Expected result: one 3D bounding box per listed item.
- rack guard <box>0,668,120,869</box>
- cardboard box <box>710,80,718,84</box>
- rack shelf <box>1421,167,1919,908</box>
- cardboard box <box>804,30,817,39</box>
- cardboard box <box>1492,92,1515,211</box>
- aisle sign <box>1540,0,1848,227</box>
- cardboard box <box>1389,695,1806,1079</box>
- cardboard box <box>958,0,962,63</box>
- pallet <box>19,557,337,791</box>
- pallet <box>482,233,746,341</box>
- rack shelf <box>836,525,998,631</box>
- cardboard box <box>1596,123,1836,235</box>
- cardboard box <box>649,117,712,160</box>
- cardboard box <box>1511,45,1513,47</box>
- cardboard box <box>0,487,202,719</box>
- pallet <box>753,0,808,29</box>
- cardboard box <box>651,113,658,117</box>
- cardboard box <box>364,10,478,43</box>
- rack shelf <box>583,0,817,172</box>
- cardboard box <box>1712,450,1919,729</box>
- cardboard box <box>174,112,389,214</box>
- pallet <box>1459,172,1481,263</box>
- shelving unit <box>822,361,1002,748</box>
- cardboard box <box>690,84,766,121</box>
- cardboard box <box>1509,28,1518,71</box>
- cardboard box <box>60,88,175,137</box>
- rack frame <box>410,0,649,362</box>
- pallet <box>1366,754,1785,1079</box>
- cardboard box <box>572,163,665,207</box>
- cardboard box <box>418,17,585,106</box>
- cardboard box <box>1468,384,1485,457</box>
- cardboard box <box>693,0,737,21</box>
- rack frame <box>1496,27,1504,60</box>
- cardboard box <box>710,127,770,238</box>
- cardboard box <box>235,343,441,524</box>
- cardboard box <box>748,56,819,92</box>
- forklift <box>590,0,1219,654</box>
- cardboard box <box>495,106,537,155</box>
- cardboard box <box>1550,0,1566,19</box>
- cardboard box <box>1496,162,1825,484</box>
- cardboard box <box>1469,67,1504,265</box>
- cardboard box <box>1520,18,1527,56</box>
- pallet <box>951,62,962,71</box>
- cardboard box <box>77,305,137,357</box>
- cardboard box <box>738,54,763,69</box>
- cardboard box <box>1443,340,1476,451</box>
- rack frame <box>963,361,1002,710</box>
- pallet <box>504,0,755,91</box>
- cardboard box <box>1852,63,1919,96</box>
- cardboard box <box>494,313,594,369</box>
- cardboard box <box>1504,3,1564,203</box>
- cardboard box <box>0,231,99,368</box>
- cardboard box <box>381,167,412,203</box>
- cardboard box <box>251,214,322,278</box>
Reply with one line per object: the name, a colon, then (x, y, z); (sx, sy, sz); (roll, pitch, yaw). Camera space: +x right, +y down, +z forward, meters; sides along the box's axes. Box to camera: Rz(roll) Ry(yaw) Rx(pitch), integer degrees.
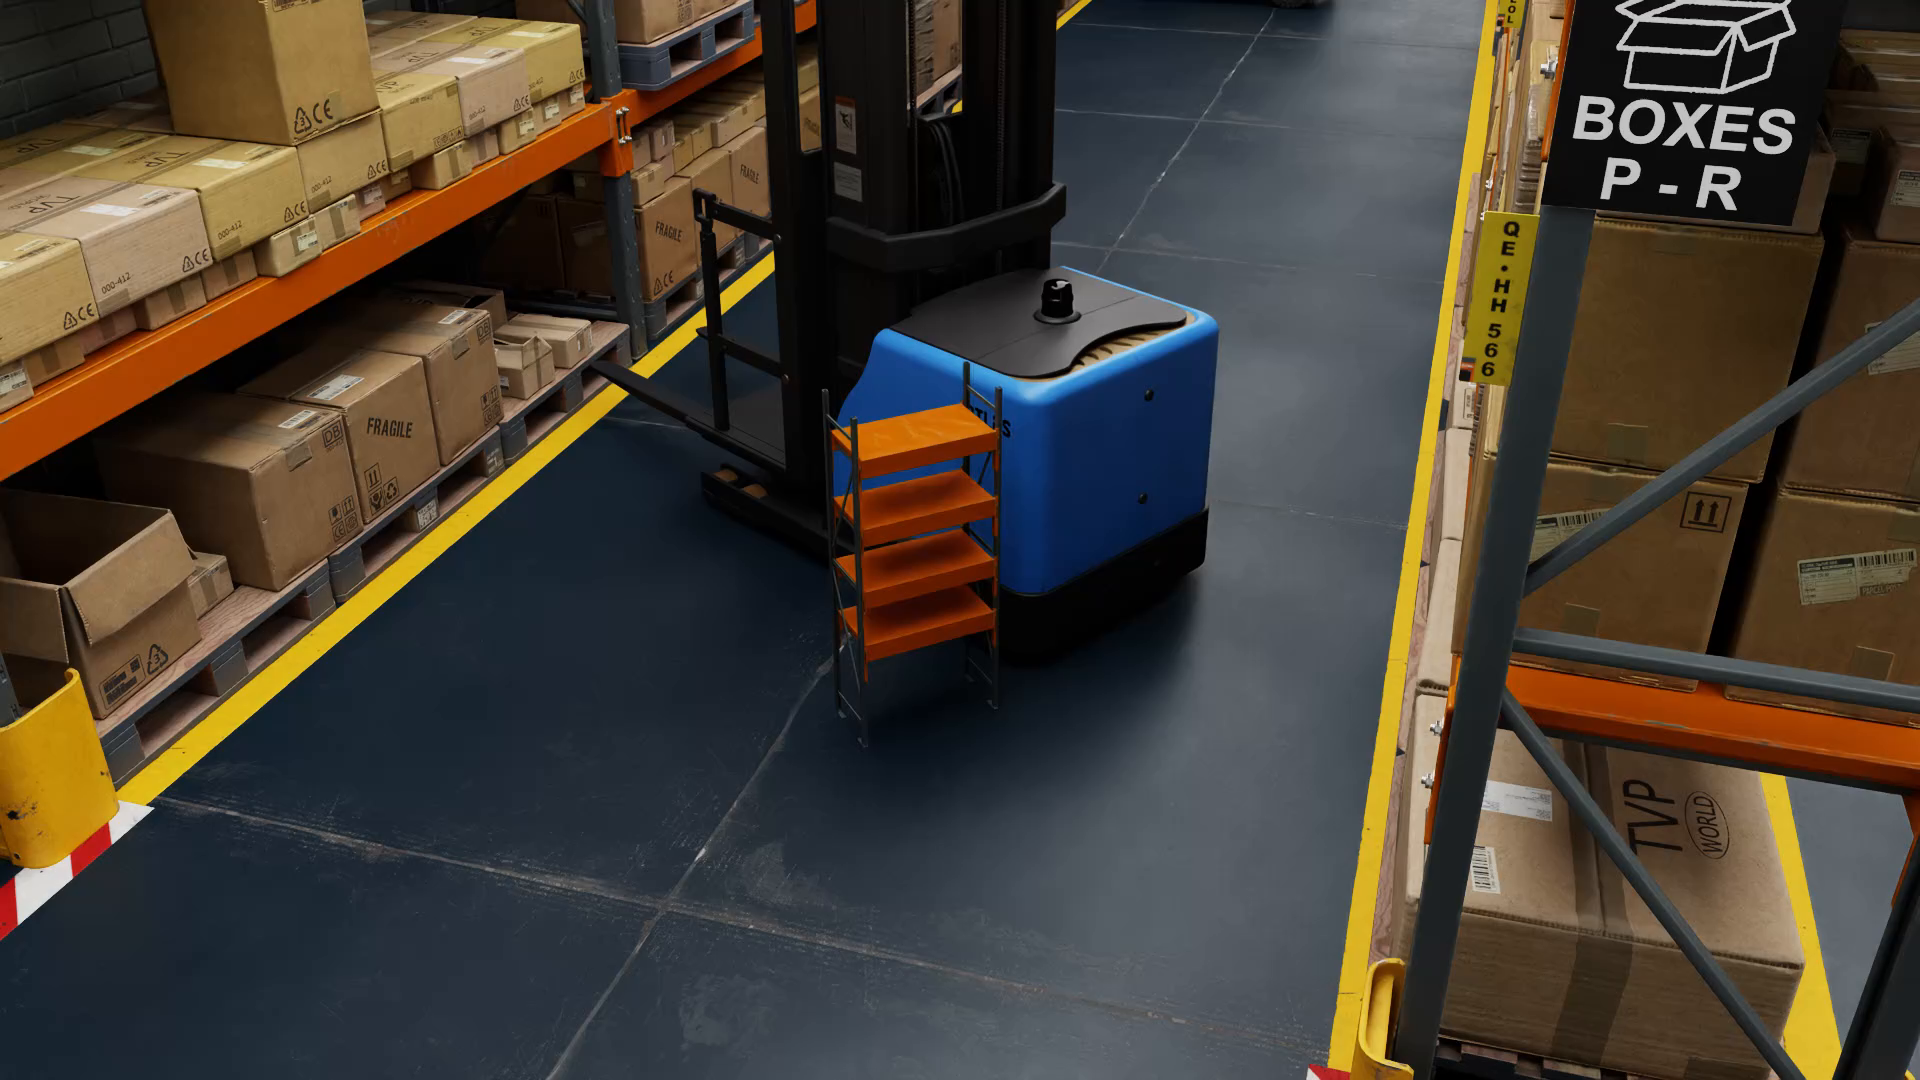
rack guard: (-3.233, 0.612, 5.136); (1.175, 0.500, 0.348); (8, 30, 15)
cardboard box: (-1.687, -2.731, 10.047); (0.380, 0.149, 0.250); (9, 30, 15)
rack shelf: (2.078, -0.354, 5.041); (1.077, 0.370, 4.000); (8, 30, 15)
cardboard box: (-0.810, -3.272, 11.019); (0.380, 0.149, 0.250); (7, 30, 12)
cardboard box: (2.125, -1.228, 5.768); (0.500, 0.500, 0.500); (9, 30, 15)
aisle sign: (1.173, -0.886, 2.583); (0.394, 0.787, 0.004); (8, 30, 15)
cardboard box: (1.589, 0.876, 4.293); (0.875, 0.438, 0.875); (7, 30, 13)
cardboard box: (-0.329, -4.215, 13.252); (0.875, 0.625, 0.625); (7, 30, 13)
pallet: (-3.000, 0.367, 5.873); (1.003, 0.211, 1.213); (8, 30, 15)
pallet: (-1.879, -1.469, 9.174); (1.003, 0.211, 1.213); (8, 30, 15)
rack shelf: (-0.147, 0.118, 5.442); (0.480, 0.148, 0.258); (-14, 32, -23)
cardboard box: (1.405, -0.698, 3.121); (0.380, 0.149, 0.250); (9, 30, 16)
cardboard box: (-1.582, -2.198, 9.087); (0.380, 0.149, 0.250); (8, 30, 14)
cardboard box: (3.020, -2.486, 8.287); (0.500, 0.250, 0.500); (8, 30, 15)
cardboard box: (-2.985, 0.191, 5.457); (0.797, 0.503, 0.637); (7, 30, 13)
pallet: (-1.474, -3.175, 9.569); (1.003, 0.211, 1.213); (8, 30, 15)
cardboard box: (-1.931, -2.371, 9.400); (0.380, 0.149, 0.250); (9, 30, 16)
cardboard box: (-2.485, -2.177, 7.427); (0.500, 0.250, 0.500); (8, 30, 14)
rack shelf: (-1.494, -2.919, 9.653); (1.077, 0.370, 4.000); (8, 30, 15)
cardboard box: (1.906, 0.035, 3.498); (0.500, 0.500, 0.500); (8, 30, 14)
cardboard box: (-2.441, -1.393, 6.018); (0.500, 0.250, 0.500); (8, 30, 14)
pallet: (3.536, -1.883, 9.917); (1.003, 0.211, 1.213); (8, 30, 15)
shelving unit: (-0.147, 0.059, 5.409); (0.503, 1.200, 0.258); (-14, 32, -23)
cardboard box: (-1.347, -2.553, 9.726); (0.380, 0.149, 0.250); (9, 30, 15)
cardboard box: (2.702, -2.224, 7.302); (0.500, 0.250, 0.500); (9, 30, 16)
cardboard box: (-2.918, -1.473, 6.161); (0.500, 0.250, 0.500); (8, 30, 15)
rack frame: (-2.081, -2.304, 7.807); (1.000, 3.000, 0.127); (8, 30, 15)
pallet: (1.651, 1.097, 4.561); (1.003, 0.211, 1.213); (8, 30, 15)
cardboard box: (-1.722, -1.808, 8.386); (0.380, 0.149, 0.250); (10, 31, 17)
cardboard box: (-1.998, -2.097, 7.283); (0.500, 0.250, 0.500); (9, 30, 16)
cardboard box: (1.683, -0.516, 4.489); (0.500, 0.500, 0.500); (9, 30, 16)
cardboard box: (-1.573, -2.965, 8.460); (0.700, 0.500, 0.500); (9, 30, 15)
rack frame: (5.013, -5.316, 13.220); (1.000, 3.000, 0.127); (8, 30, 15)
cardboard box: (-1.427, -2.068, 9.522); (0.500, 0.500, 0.500); (8, 30, 13)
cardboard box: (-2.446, -0.431, 6.578); (0.500, 0.500, 0.500); (9, 30, 16)
cardboard box: (-1.101, -2.909, 10.365); (0.380, 0.149, 0.250); (9, 30, 16)
forklift: (-0.436, -1.498, 6.428); (1.130, 2.935, 3.031); (-25, 38, -38)
cardboard box: (-2.042, -1.762, 7.090); (0.380, 0.149, 0.250); (9, 30, 16)
cardboard box: (1.859, -1.547, 4.647); (0.380, 0.149, 0.250); (9, 30, 15)
cardboard box: (1.405, -0.478, 3.392); (0.500, 0.500, 0.500); (9, 30, 17)
cardboard box: (3.291, -1.989, 8.993); (0.875, 0.875, 0.875); (9, 30, 15)
cardboard box: (2.294, -1.892, 5.934); (0.500, 0.500, 0.500); (9, 30, 15)
pallet: (-0.268, -3.887, 13.520); (1.003, 0.211, 1.213); (8, 30, 15)
cardboard box: (-2.822, -0.701, 5.183); (0.380, 0.149, 0.250); (8, 30, 14)
cardboard box: (-1.458, -3.093, 10.697); (0.380, 0.149, 0.250); (9, 30, 16)
cardboard box: (2.378, -0.385, 6.561); (0.875, 0.438, 0.875); (8, 30, 14)
rack frame: (0.071, 0.006, 5.505); (0.015, 1.200, 0.240); (-14, 32, -23)
pallet: (-1.742, -2.576, 8.493); (1.003, 0.211, 1.213); (8, 30, 15)
cardboard box: (2.054, -0.865, 3.421); (0.380, 0.149, 0.250); (9, 30, 16)
cardboard box: (-1.964, -0.941, 7.857); (0.380, 0.149, 0.250); (8, 30, 13)
cardboard box: (1.828, -1.187, 4.668); (0.500, 0.500, 0.500); (8, 30, 14)
cardboard box: (-2.865, -0.682, 4.739); (0.500, 0.250, 0.500); (9, 30, 15)
cardboard box: (-2.376, -1.417, 6.471); (0.380, 0.149, 0.250); (9, 30, 16)
cardboard box: (-2.471, -1.041, 5.794); (0.380, 0.149, 0.250); (8, 30, 13)
